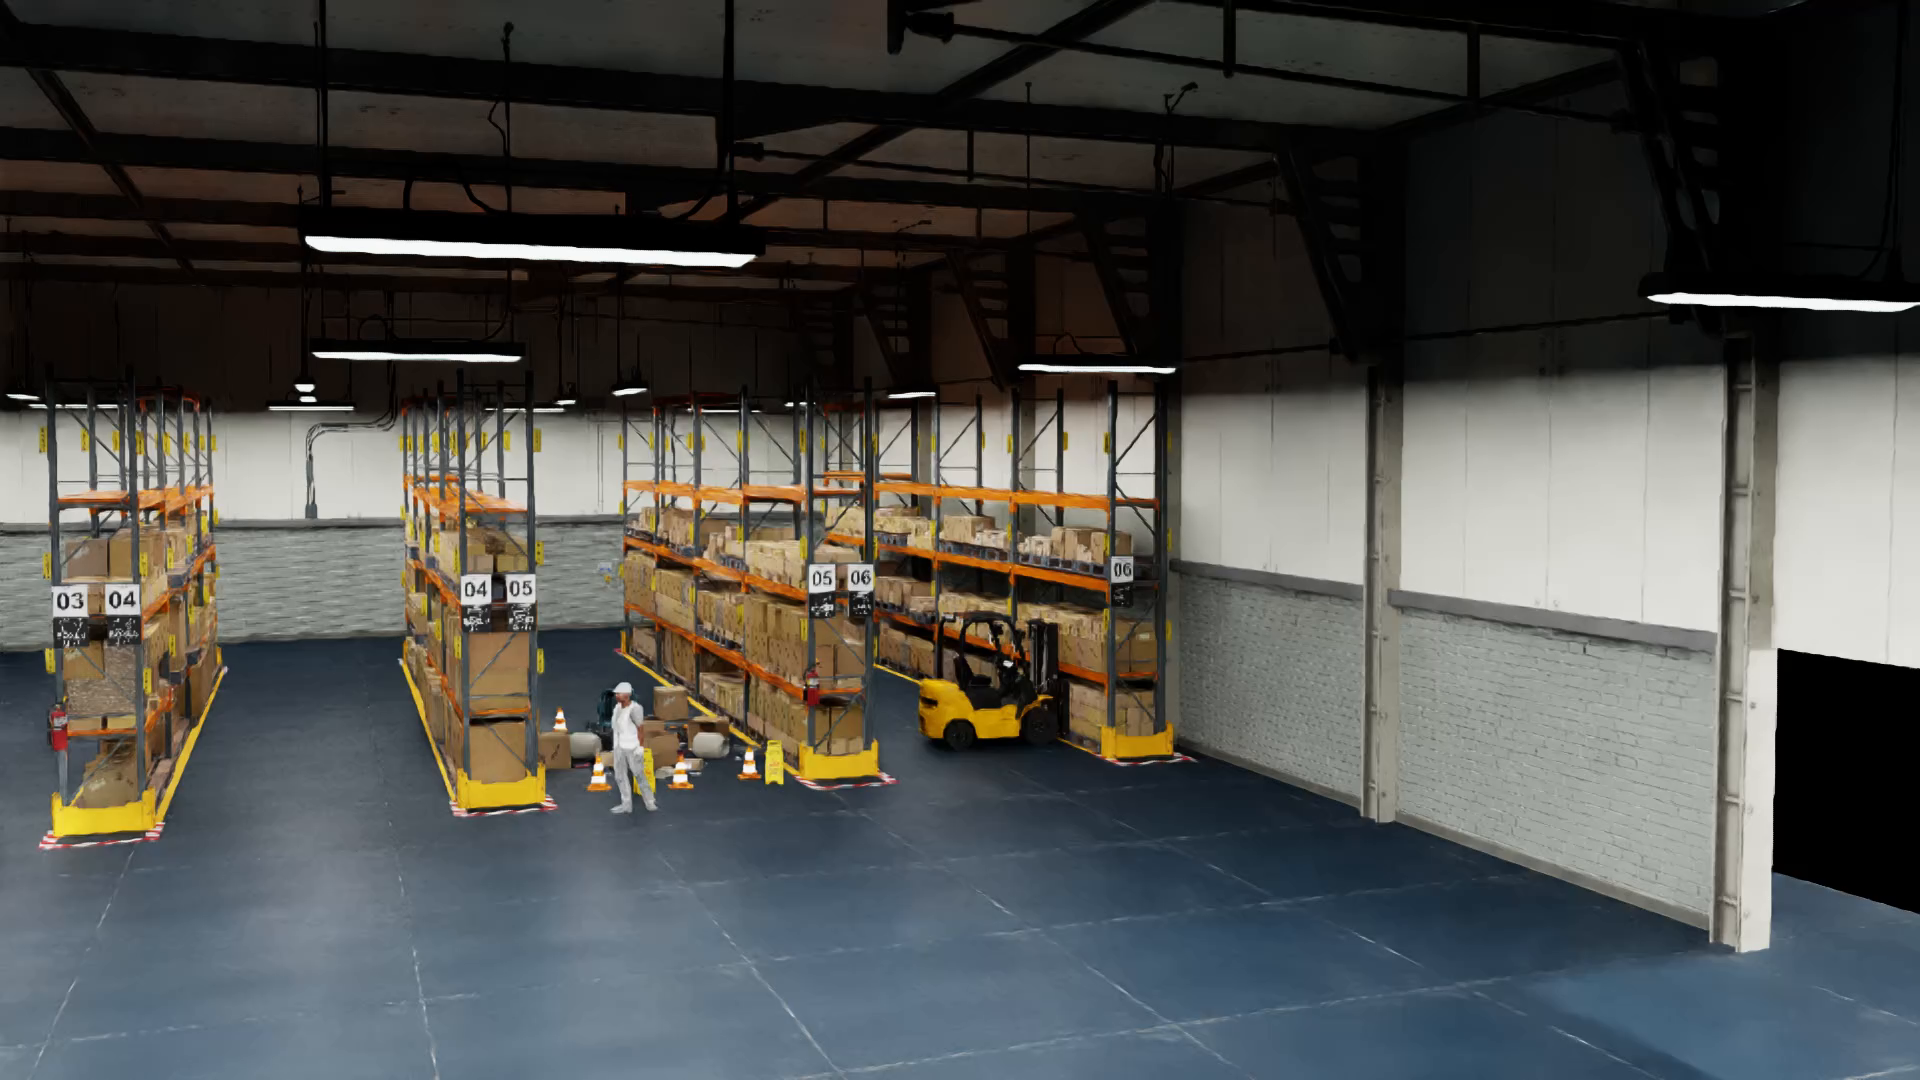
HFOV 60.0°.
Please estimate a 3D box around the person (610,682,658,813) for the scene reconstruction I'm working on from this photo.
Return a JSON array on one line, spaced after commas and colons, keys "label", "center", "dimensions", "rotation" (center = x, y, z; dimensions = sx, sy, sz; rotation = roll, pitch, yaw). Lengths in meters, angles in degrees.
[{"label": "person", "center": [-4.458, 2.802, 22.580], "dimensions": [0.659, 1.779, 0.557], "rotation": [3, 4, 40]}]
